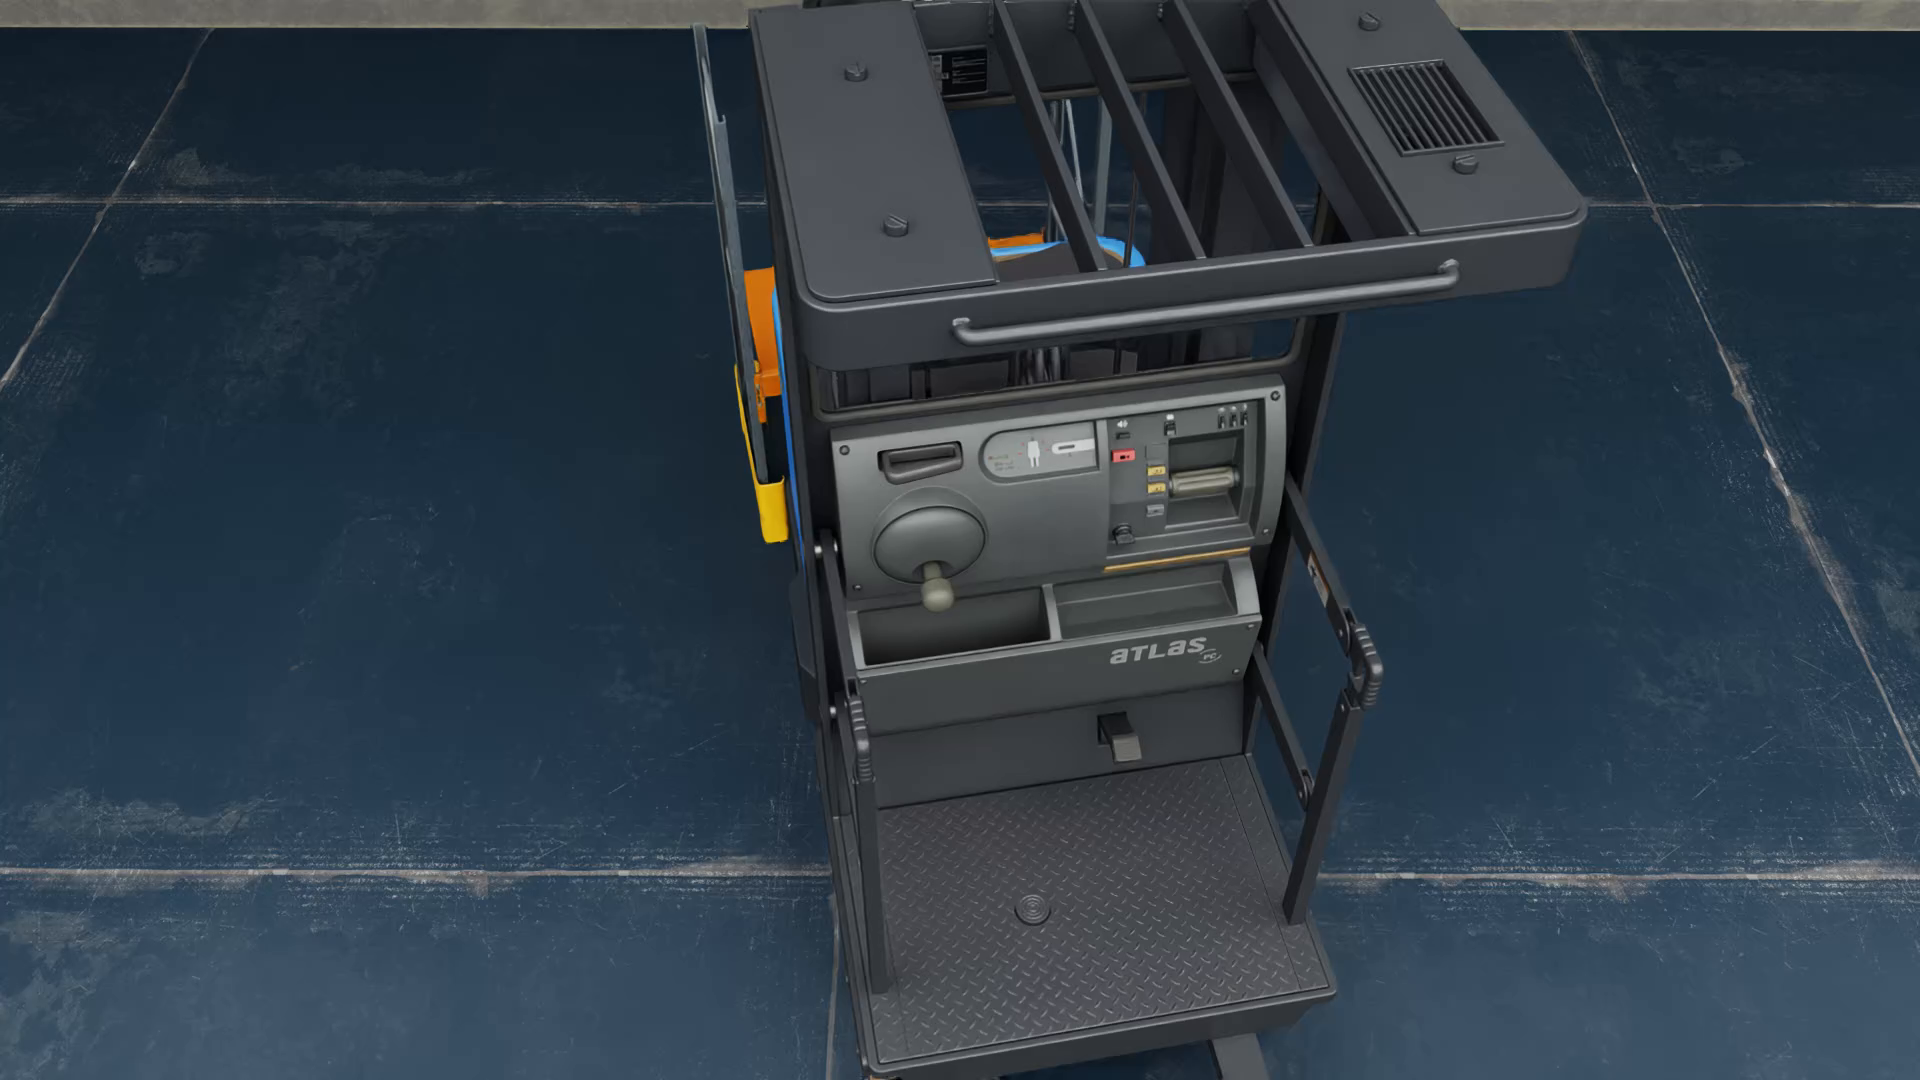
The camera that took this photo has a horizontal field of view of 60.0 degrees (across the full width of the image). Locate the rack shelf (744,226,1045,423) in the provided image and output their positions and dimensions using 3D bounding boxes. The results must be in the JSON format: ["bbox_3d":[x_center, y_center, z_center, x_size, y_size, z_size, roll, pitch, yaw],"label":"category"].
[{"bbox_3d":[-0.160,-0.670,5.095,1.000,0.185,0.538,-9,48,-8],"label":"rack shelf"}]

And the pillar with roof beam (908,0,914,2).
[{"bbox_3d":[-0.321,-2.089,1.047,0.400,9.000,9.100,0,47,0],"label":"pillar with roof beam"}]

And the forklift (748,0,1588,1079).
[{"bbox_3d":[0.251,0.007,3.241,1.130,2.935,3.031,-8,48,-7],"label":"forklift"}]

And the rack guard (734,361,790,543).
[{"bbox_3d":[-0.638,-0.290,5.349,0.087,0.250,0.587,-9,48,-8],"label":"rack guard"}]

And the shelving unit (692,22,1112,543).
[{"bbox_3d":[-0.151,-0.794,4.965,1.083,1.500,0.587,-9,48,-8],"label":"shelving unit"}]

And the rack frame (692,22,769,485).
[{"bbox_3d":[-0.657,-0.713,4.889,0.032,1.500,0.500,-9,48,-8],"label":"rack frame"}]

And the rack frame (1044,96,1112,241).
[{"bbox_3d":[0.336,-0.873,5.038,0.032,1.500,0.500,-9,48,-8],"label":"rack frame"}]
